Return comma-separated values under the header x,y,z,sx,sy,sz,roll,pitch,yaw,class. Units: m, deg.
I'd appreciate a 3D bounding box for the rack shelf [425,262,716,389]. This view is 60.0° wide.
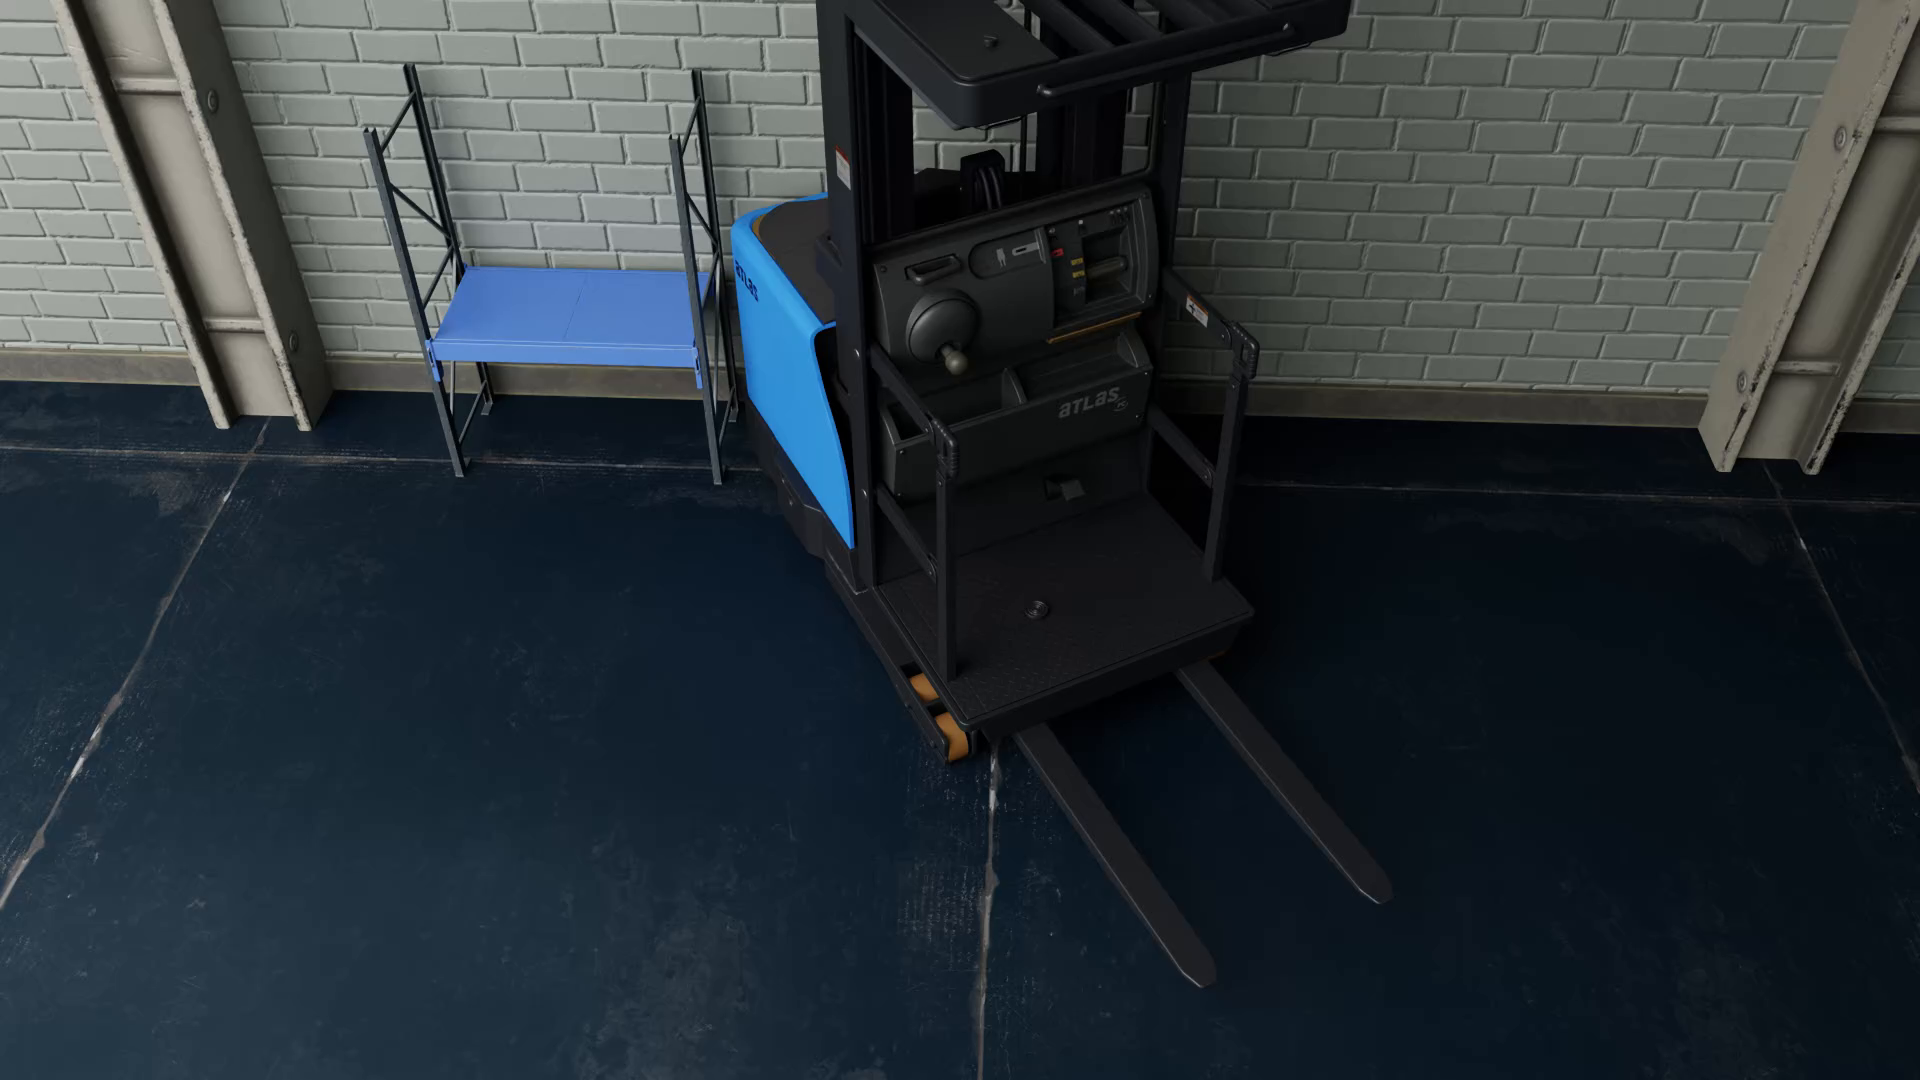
x,y,z,sx,sy,sz,roll,pitch,yaw,class
-1.440,-0.817,6.291,1.000,0.185,0.538,2,43,2,rack shelf

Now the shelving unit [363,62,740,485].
x,y,z,sx,sy,sz,roll,pitch,yaw,class
-1.440,-0.949,6.168,1.048,1.500,0.538,2,43,2,shelving unit

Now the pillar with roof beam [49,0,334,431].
x,y,z,sx,sy,sz,roll,pitch,yaw,class
-3.004,-0.914,0.629,0.400,9.000,9.100,2,43,2,pillar with roof beam

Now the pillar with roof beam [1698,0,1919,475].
x,y,z,sx,sy,sz,roll,pitch,yaw,class
2.990,-0.729,0.431,0.400,9.000,9.100,2,43,2,pillar with roof beam

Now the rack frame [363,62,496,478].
x,y,z,sx,sy,sz,roll,pitch,yaw,class
-1.947,-0.964,6.185,0.032,1.500,0.500,2,43,2,rack frame

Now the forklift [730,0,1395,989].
x,y,z,sx,sy,sz,roll,pitch,yaw,class
0.281,-0.694,4.844,1.130,2.935,3.031,-19,46,-19,forklift

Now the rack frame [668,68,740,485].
x,y,z,sx,sy,sz,roll,pitch,yaw,class
-0.932,-0.933,6.151,0.032,1.500,0.500,2,43,2,rack frame
